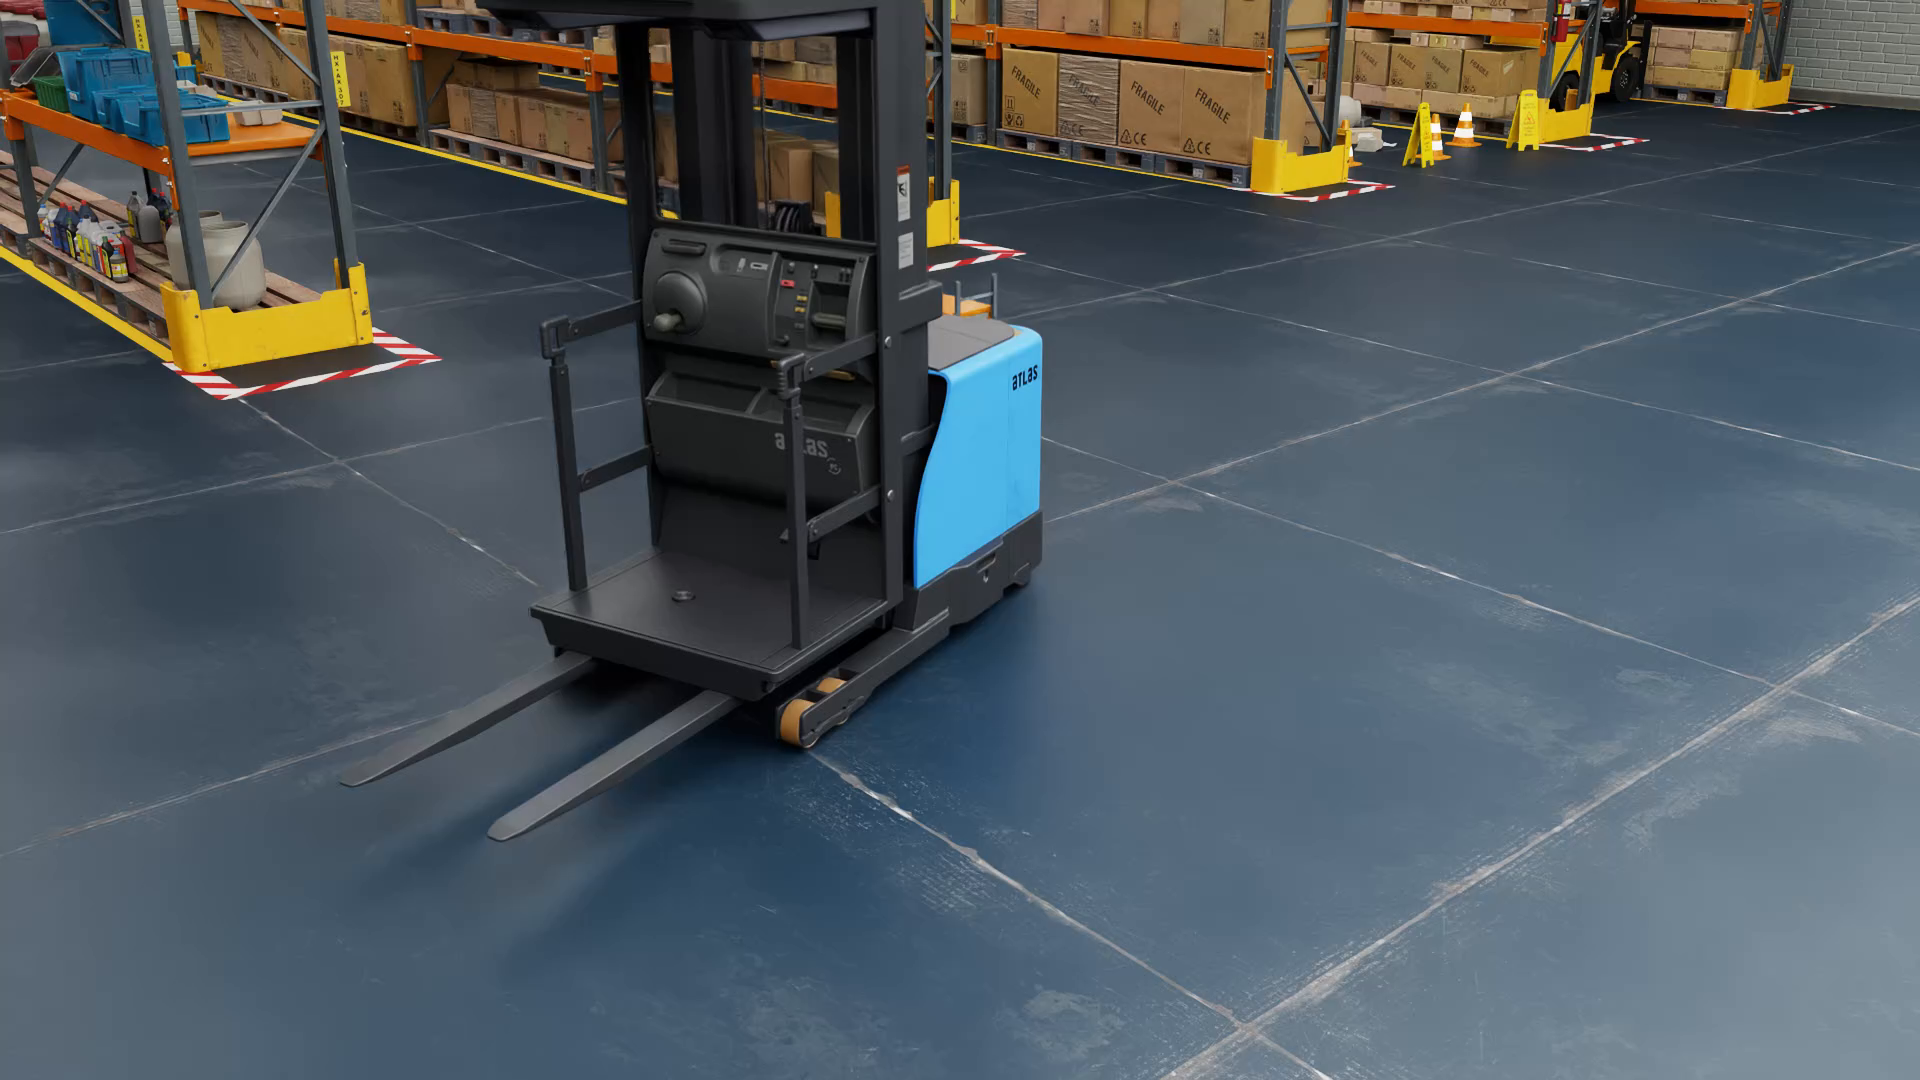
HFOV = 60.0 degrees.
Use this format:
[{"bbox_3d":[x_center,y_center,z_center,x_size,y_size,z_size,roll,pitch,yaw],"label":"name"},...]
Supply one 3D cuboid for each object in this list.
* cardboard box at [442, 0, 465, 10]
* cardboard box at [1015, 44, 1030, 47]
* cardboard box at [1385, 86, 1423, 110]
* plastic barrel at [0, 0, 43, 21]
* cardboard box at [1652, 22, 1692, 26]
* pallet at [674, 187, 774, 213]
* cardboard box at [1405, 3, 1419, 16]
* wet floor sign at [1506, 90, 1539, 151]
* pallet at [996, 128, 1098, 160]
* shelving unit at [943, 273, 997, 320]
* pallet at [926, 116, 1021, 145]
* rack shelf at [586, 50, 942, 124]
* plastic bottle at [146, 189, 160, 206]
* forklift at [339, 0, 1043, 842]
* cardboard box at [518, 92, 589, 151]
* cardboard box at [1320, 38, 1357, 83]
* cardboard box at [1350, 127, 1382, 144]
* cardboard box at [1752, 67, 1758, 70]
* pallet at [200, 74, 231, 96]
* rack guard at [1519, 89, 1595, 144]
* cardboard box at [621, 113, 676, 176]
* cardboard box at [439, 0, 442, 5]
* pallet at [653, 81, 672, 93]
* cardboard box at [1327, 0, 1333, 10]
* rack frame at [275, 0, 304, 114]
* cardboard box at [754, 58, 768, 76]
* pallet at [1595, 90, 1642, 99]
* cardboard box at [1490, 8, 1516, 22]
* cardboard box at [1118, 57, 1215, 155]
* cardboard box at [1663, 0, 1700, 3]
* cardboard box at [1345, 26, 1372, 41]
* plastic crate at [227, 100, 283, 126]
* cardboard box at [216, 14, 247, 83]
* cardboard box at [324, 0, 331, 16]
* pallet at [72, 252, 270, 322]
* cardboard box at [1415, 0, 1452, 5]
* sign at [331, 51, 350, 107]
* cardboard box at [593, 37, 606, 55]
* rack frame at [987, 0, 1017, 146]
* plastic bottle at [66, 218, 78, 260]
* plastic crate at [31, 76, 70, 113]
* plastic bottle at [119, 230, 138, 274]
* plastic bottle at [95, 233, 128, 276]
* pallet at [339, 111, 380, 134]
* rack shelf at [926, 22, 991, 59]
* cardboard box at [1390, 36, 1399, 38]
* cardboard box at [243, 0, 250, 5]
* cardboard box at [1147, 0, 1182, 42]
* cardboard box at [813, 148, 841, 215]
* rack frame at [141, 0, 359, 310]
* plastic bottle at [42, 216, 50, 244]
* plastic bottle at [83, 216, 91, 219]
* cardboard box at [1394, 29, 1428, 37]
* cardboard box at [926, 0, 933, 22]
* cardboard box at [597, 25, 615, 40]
[{"bbox_3d":[-5.325,-6.066,18.146,0.500,0.500,0.500,18,28,39],"label":"cardboard box"},{"bbox_3d":[1.412,-7.740,25.469,0.875,0.875,0.875,-18,28,-38],"label":"cardboard box"},{"bbox_3d":[5.612,-5.475,20.545,0.500,0.250,0.500,-19,28,-39],"label":"cardboard box"},{"bbox_3d":[-8.069,-4.382,14.372,0.433,0.535,0.433,0,21,0],"label":"plastic barrel"},{"bbox_3d":[9.962,-7.132,23.403,0.500,0.250,0.500,-18,27,-38],"label":"cardboard box"},{"bbox_3d":[-1.831,-3.046,14.971,1.003,0.211,1.213,-17,27,-37],"label":"pallet"},{"bbox_3d":[5.632,-6.475,20.247,0.380,0.149,0.250,-17,27,-37],"label":"cardboard box"},{"bbox_3d":[6.335,-4.709,18.622,0.267,0.644,0.232,-8,23,-19],"label":"wet floor sign"},{"bbox_3d":[1.164,-4.484,18.644,1.003,0.211,1.213,-17,27,-37],"label":"pallet"},{"bbox_3d":[-0.104,-0.612,7.402,0.258,1.200,0.503,-20,29,-41],"label":"shelving unit"},{"bbox_3d":[0.166,-4.908,19.726,1.003,0.211,1.213,-17,27,-37],"label":"pallet"},{"bbox_3d":[-1.791,-3.971,14.496,1.077,0.370,4.000,-17,27,-37],"label":"rack shelf"},{"bbox_3d":[-6.210,-2.542,12.889,0.144,0.351,0.185,-18,28,-39],"label":"plastic bottle"},{"bbox_3d":[-0.827,-0.845,5.623,1.130,2.935,3.031,12,24,28],"label":"forklift"},{"bbox_3d":[-4.144,-4.365,17.340,0.500,0.500,0.700,20,29,41],"label":"cardboard box"},{"bbox_3d":[4.950,-6.110,21.136,0.500,0.500,0.500,-16,27,-35],"label":"cardboard box"},{"bbox_3d":[4.636,-4.666,19.194,0.380,0.149,0.250,-4,22,-10],"label":"cardboard box"},{"bbox_3d":[10.607,-6.393,22.887,0.500,0.250,0.500,-17,27,-37],"label":"cardboard box"},{"bbox_3d":[-10.349,-6.673,24.233,1.003,0.211,1.213,-17,27,-37],"label":"pallet"},{"bbox_3d":[6.972,-4.970,19.487,1.175,0.500,0.348,-17,27,-37],"label":"rack guard"},{"bbox_3d":[-2.866,-3.770,15.849,0.500,0.500,0.500,-18,28,-39],"label":"cardboard box"},{"bbox_3d":[-5.819,-6.209,19.087,0.500,0.500,0.500,-16,27,-36],"label":"cardboard box"},{"bbox_3d":[-3.986,-6.709,24.323,1.003,0.211,1.213,-17,27,-37],"label":"pallet"},{"bbox_3d":[4.774,-6.814,21.112,0.380,0.149,0.250,-18,27,-38],"label":"cardboard box"},{"bbox_3d":[-8.319,-7.069,21.419,1.000,3.000,0.127,-17,27,-37],"label":"rack frame"},{"bbox_3d":[-1.477,-3.944,13.785,0.380,0.149,0.250,-17,27,-37],"label":"cardboard box"},{"bbox_3d":[9.456,-6.535,23.880,1.003,0.211,1.213,-17,27,-37],"label":"pallet"},{"bbox_3d":[6.366,-6.092,19.268,0.380,0.149,0.250,-18,28,-38],"label":"cardboard box"},{"bbox_3d":[2.269,-4.527,17.266,0.875,0.875,0.875,-18,28,-38],"label":"cardboard box"},{"bbox_3d":[9.928,-7.561,22.538,0.500,0.500,0.500,-16,27,-36],"label":"cardboard box"},{"bbox_3d":[4.964,-6.367,20.902,0.380,0.149,0.250,-16,27,-35],"label":"cardboard box"},{"bbox_3d":[-4.579,-2.775,10.819,0.298,0.136,0.250,-17,27,-37],"label":"plastic crate"},{"bbox_3d":[-9.858,-6.971,23.507,0.875,0.875,0.875,-17,27,-37],"label":"cardboard box"},{"bbox_3d":[-7.553,-6.652,20.217,0.500,0.500,0.500,-18,28,-39],"label":"cardboard box"},{"bbox_3d":[-5.642,-1.848,11.914,1.003,0.211,1.213,-17,27,-37],"label":"pallet"},{"bbox_3d":[5.811,-6.661,19.831,0.500,0.500,0.500,-18,27,-38],"label":"cardboard box"},{"bbox_3d":[-3.819,-2.833,10.225,0.100,0.325,0.005,-17,27,-37],"label":"sign"},{"bbox_3d":[-3.184,-4.611,15.487,0.380,0.149,0.250,-17,27,-37],"label":"cardboard box"},{"bbox_3d":[0.727,-6.011,18.719,1.000,3.000,0.127,-17,27,-37],"label":"rack frame"},{"bbox_3d":[-6.437,-2.190,12.084,0.061,0.283,0.133,-16,26,-35],"label":"plastic bottle"},{"bbox_3d":[-6.177,-3.139,11.675,0.450,0.188,0.662,-17,27,-37],"label":"plastic crate"},{"bbox_3d":[-5.833,-2.019,11.648,0.061,0.283,0.133,-17,27,-37],"label":"plastic bottle"},{"bbox_3d":[-5.913,-1.990,11.584,0.152,0.276,0.135,-17,27,-37],"label":"plastic bottle"},{"bbox_3d":[-6.958,-5.238,20.568,1.003,0.211,1.213,-17,27,-37],"label":"pallet"},{"bbox_3d":[-0.579,-6.229,20.261,1.077,0.370,4.000,-17,27,-37],"label":"rack shelf"},{"bbox_3d":[5.333,-6.242,21.475,0.500,0.500,0.500,-17,27,-36],"label":"cardboard box"},{"bbox_3d":[-9.270,-7.171,22.025,0.380,0.149,0.250,-17,27,-36],"label":"cardboard box"},{"bbox_3d":[2.415,-5.399,16.950,0.875,0.550,0.550,-17,27,-37],"label":"cardboard box"},{"bbox_3d":[-0.881,-2.962,13.784,0.500,0.500,0.500,-12,24,-28],"label":"cardboard box"},{"bbox_3d":[-4.238,-2.574,9.944,1.000,3.000,0.127,-17,27,-37],"label":"rack frame"},{"bbox_3d":[-6.907,-2.361,12.633,0.097,0.201,0.097,0,21,0],"label":"plastic bottle"},{"bbox_3d":[-6.450,-2.281,12.332,0.097,0.271,0.097,0,21,0],"label":"plastic bottle"},{"bbox_3d":[7.319,-7.848,26.088,0.875,0.625,0.625,-18,28,-38],"label":"cardboard box"},{"bbox_3d":[-0.146,-6.278,19.263,0.500,0.500,0.500,-18,28,-38],"label":"cardboard box"},{"bbox_3d":[-2.850,-4.905,15.348,0.875,0.500,0.500,-17,27,-37],"label":"cardboard box"}]
